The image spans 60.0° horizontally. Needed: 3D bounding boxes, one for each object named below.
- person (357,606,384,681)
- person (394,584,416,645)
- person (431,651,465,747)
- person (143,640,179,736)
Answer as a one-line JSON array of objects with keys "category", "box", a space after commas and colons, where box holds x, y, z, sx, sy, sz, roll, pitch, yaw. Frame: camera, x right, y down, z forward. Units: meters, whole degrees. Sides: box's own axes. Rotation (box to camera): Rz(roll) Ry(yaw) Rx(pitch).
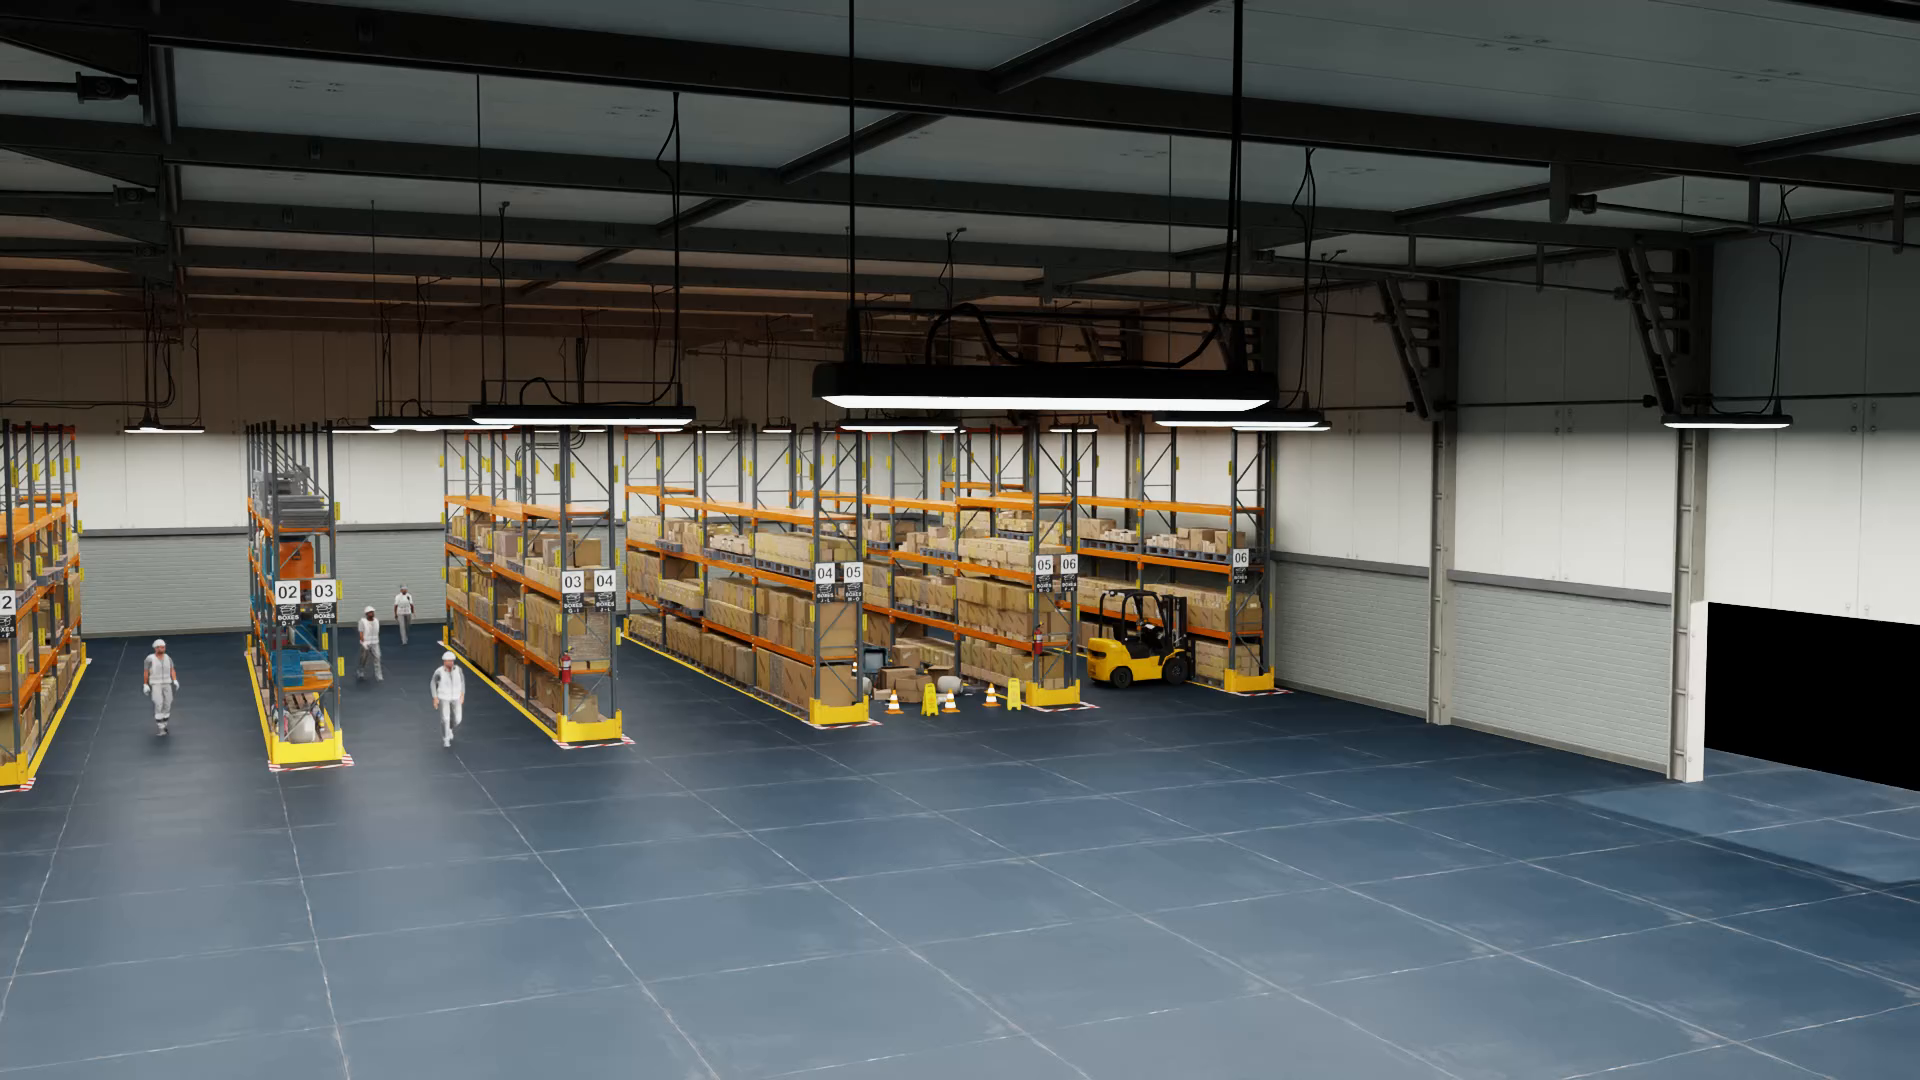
[{"category": "person", "box": [-13.770, 2.416, 38.761, 0.505, 1.741, 1.065, -2, 4, -34]}, {"category": "person", "box": [-15.305, 2.027, 45.827, 0.524, 1.625, 1.033, -2, 4, -27]}, {"category": "person", "box": [-9.518, 2.925, 30.862, 0.624, 1.756, 0.638, -2, 4, -35]}, {"category": "person", "box": [-15.377, 2.842, 32.090, 0.694, 1.813, 0.574, 3, 5, 42]}]
